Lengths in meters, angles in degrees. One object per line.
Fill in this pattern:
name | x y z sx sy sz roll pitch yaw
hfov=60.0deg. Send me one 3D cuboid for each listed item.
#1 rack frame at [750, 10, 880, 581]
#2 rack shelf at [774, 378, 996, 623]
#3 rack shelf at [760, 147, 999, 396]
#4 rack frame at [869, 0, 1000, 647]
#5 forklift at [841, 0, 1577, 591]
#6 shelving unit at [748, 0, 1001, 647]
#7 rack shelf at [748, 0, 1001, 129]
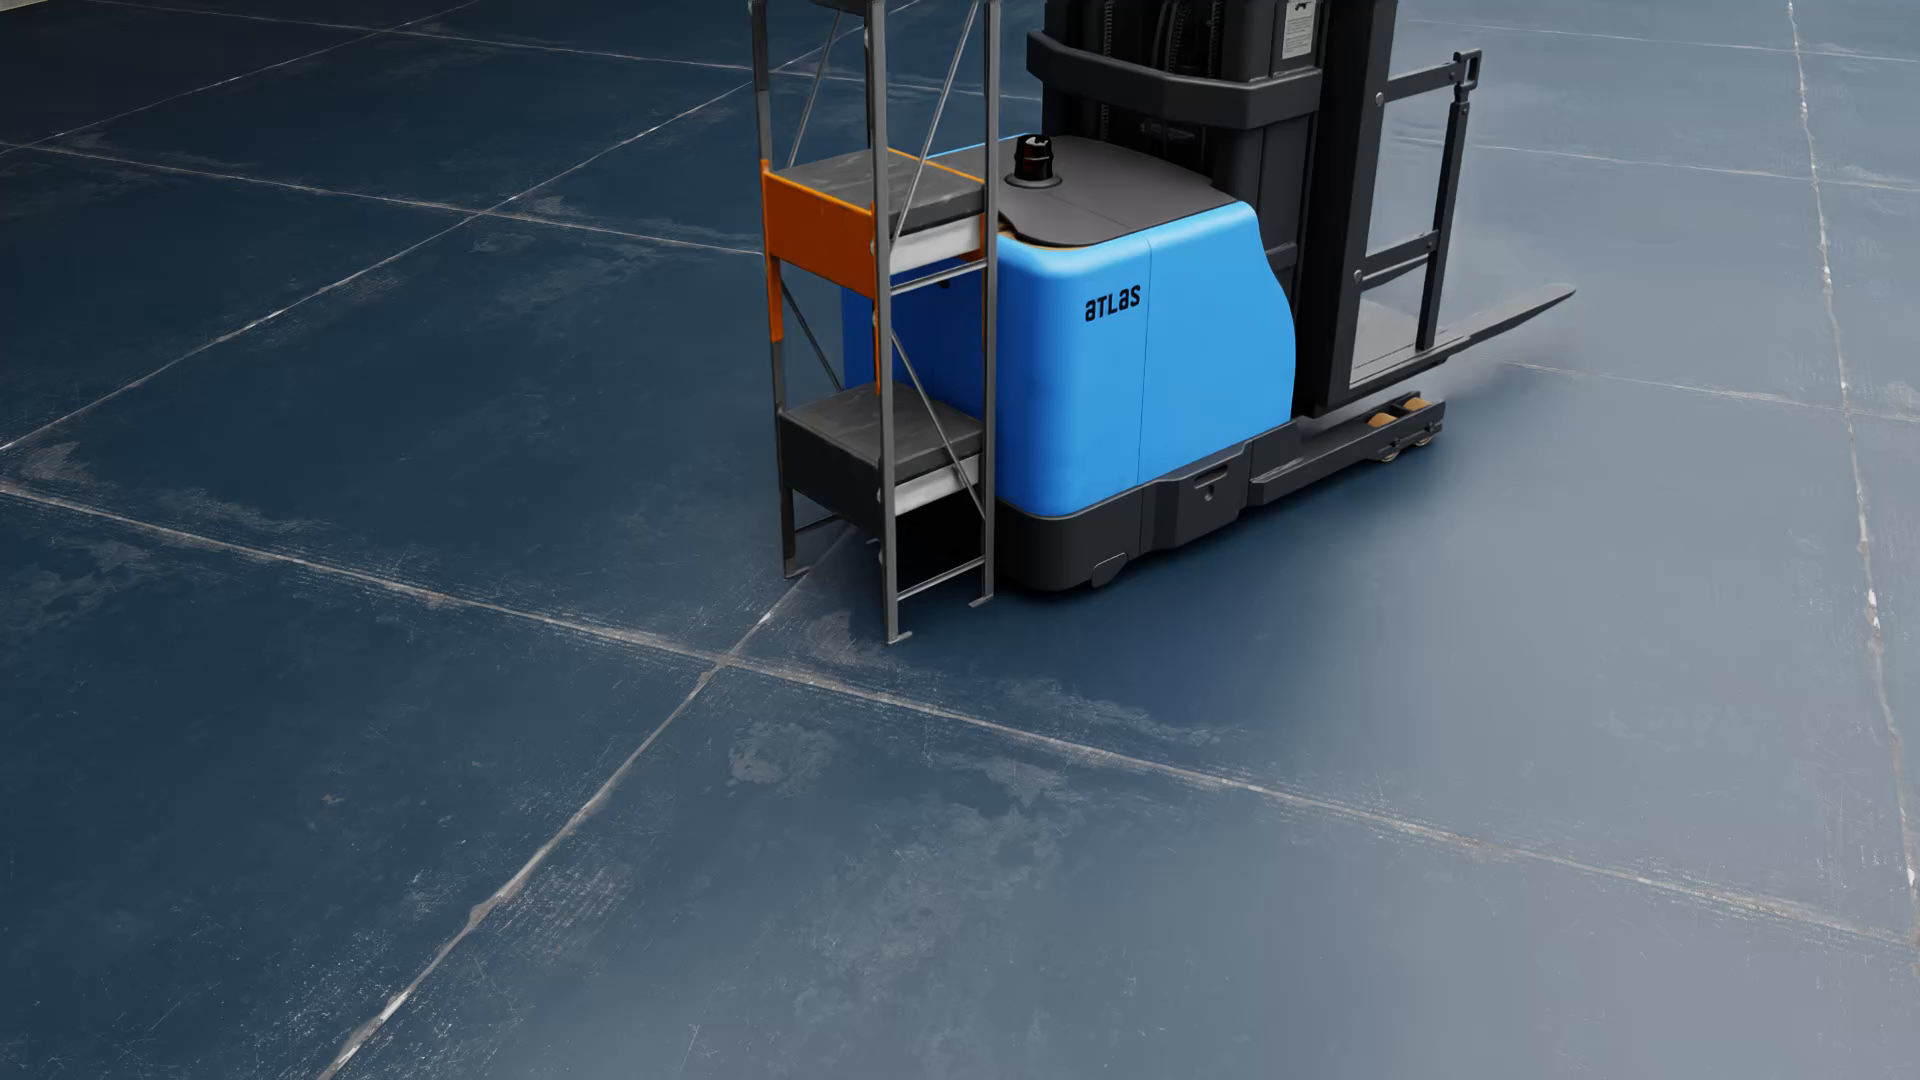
rack frame | -0.377 -0.859 4.635 0.400 2.100 0.015 -23 37 -35
rack shelf | -0.217 -0.147 4.826 0.431 0.518 0.480 -23 37 -35
rack shelf | -0.217 -0.756 4.482 0.431 0.518 0.480 -23 37 -35
rack frame | -0.056 -0.678 4.315 0.400 2.100 0.015 -23 37 -35
forklift | 1.065 -1.721 5.316 3.031 2.935 1.130 -23 37 -34
shelving unit | -0.217 -0.768 4.475 0.431 2.100 0.503 -23 37 -35
rack shelf | -0.217 -1.366 4.137 0.431 0.518 0.480 -23 37 -35
